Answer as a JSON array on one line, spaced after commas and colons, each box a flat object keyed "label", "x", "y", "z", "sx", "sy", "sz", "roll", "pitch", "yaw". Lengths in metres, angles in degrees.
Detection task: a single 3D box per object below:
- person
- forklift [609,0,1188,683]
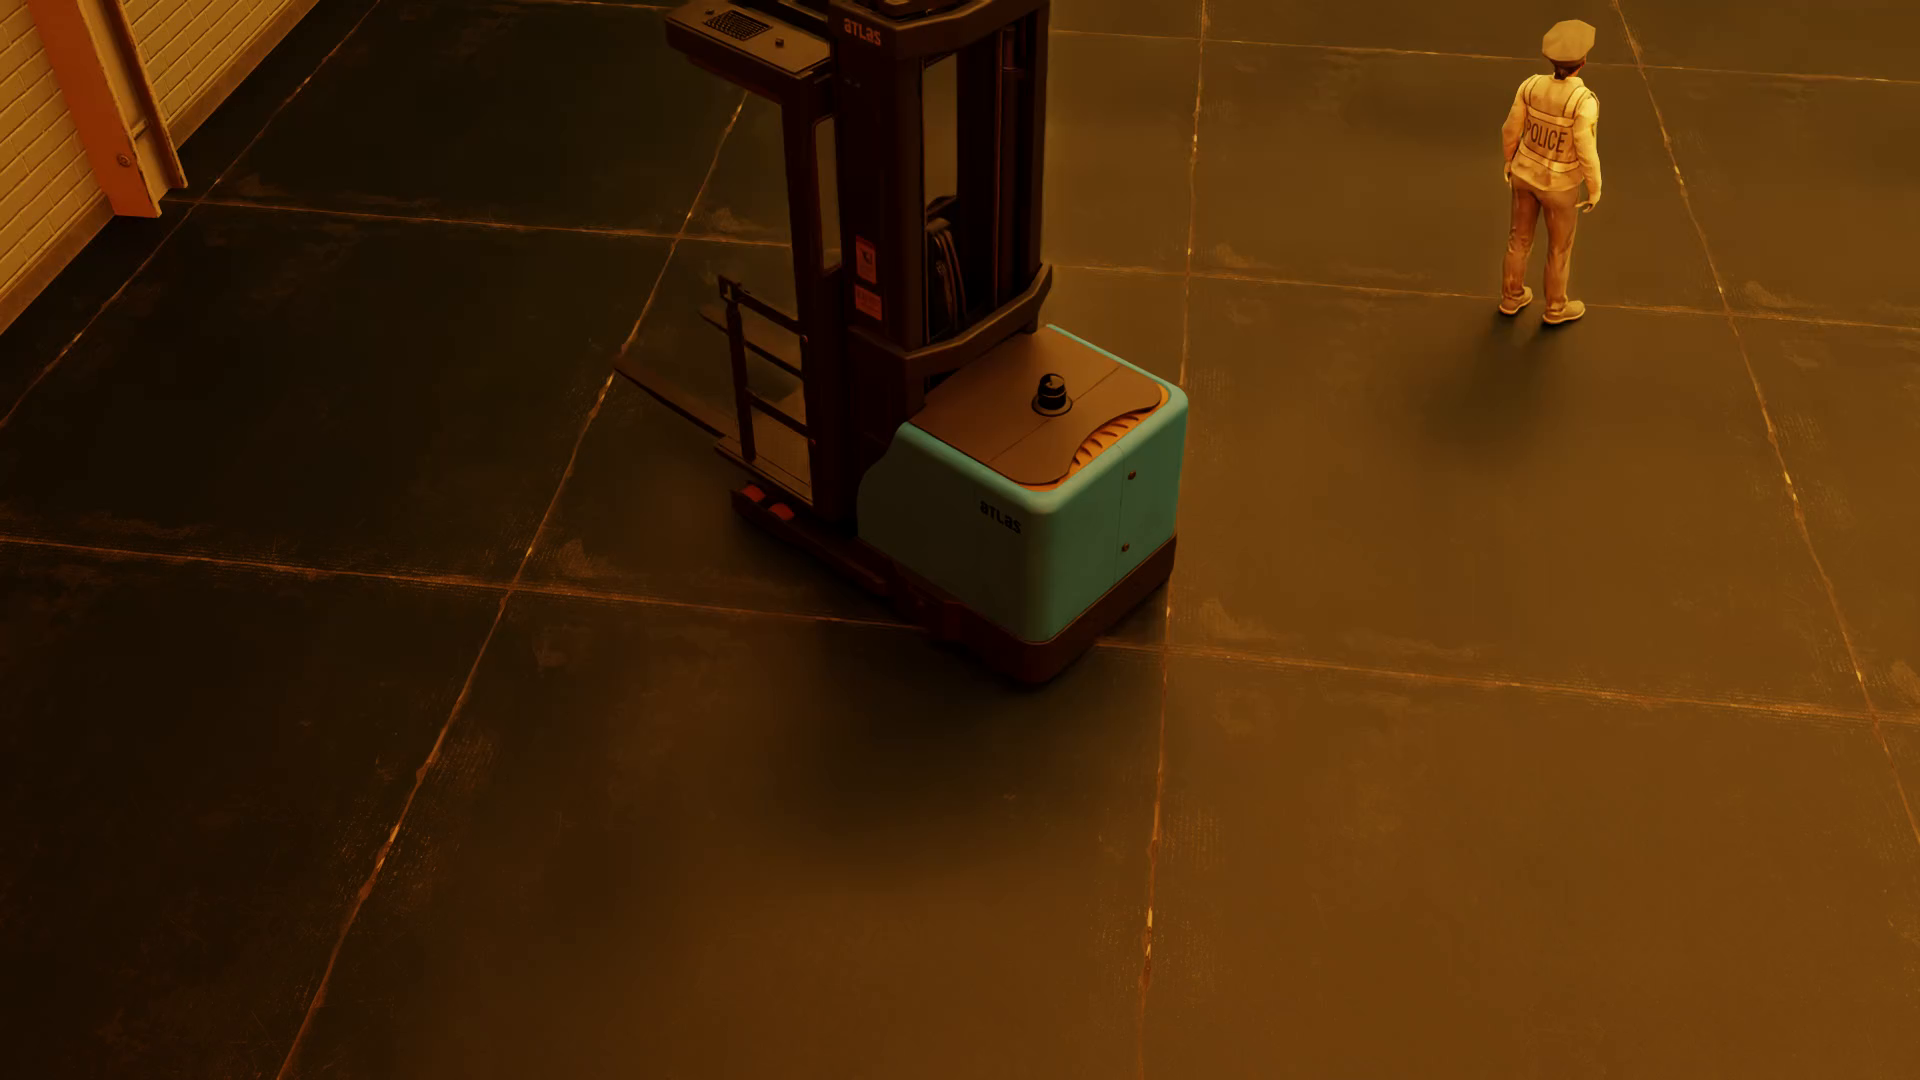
[{"label": "person", "x": 3.115, "y": -1.921, "z": 8.722, "sx": 0.526, "sy": 1.698, "sz": 0.578, "roll": -30, "pitch": 51, "yaw": -29}, {"label": "forklift", "x": -0.458, "y": -1.328, "z": 7.170, "sx": 3.031, "sy": 2.935, "sz": 1.130, "roll": 31, "pitch": 51, "yaw": 29}]
